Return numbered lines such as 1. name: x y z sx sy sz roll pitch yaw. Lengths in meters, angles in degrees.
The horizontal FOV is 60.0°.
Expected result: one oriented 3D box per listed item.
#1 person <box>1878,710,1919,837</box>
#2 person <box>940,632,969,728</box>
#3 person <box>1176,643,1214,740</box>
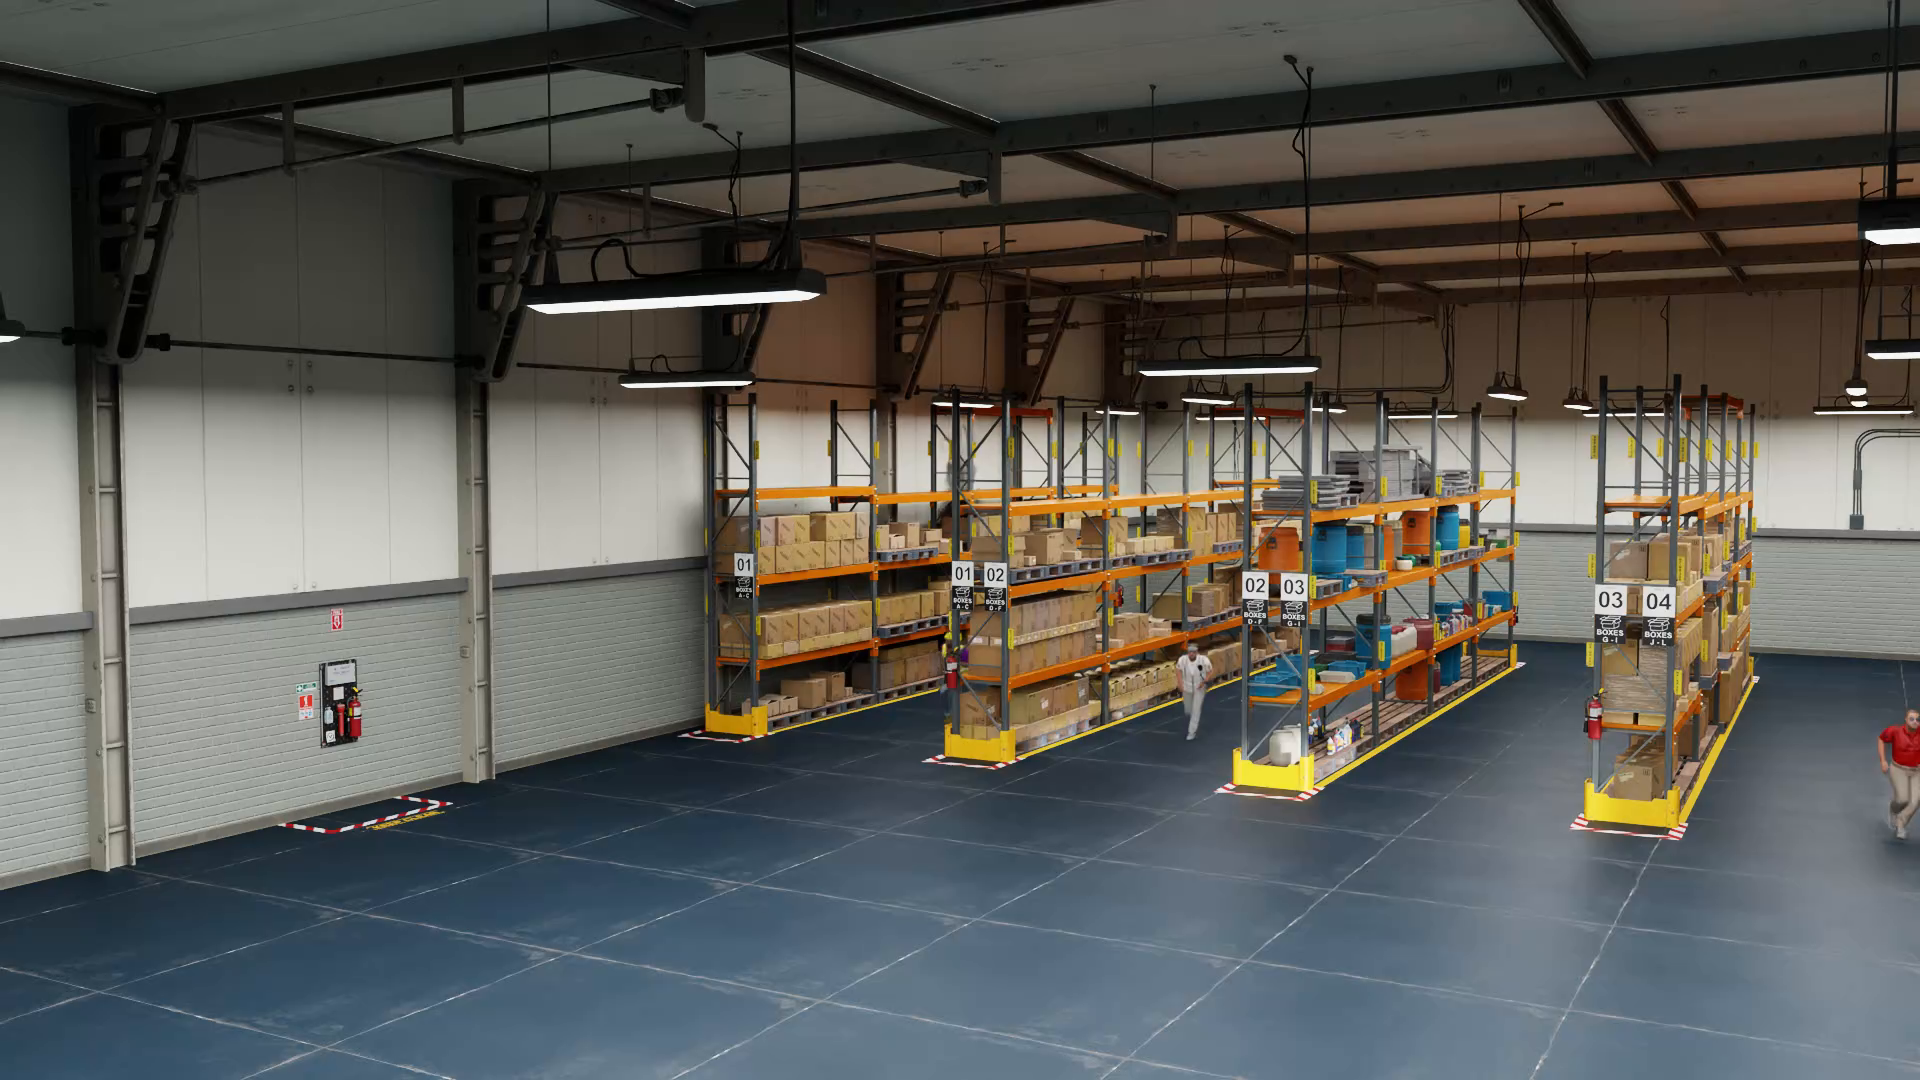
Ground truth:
1. person: 12.233 3.009 21.436 0.637 1.666 0.659 1 3 12
2. person: -0.077 2.514 30.155 0.686 1.747 0.938 1 3 23
3. person: 4.100 2.614 29.023 0.661 1.718 0.834 1 3 13
